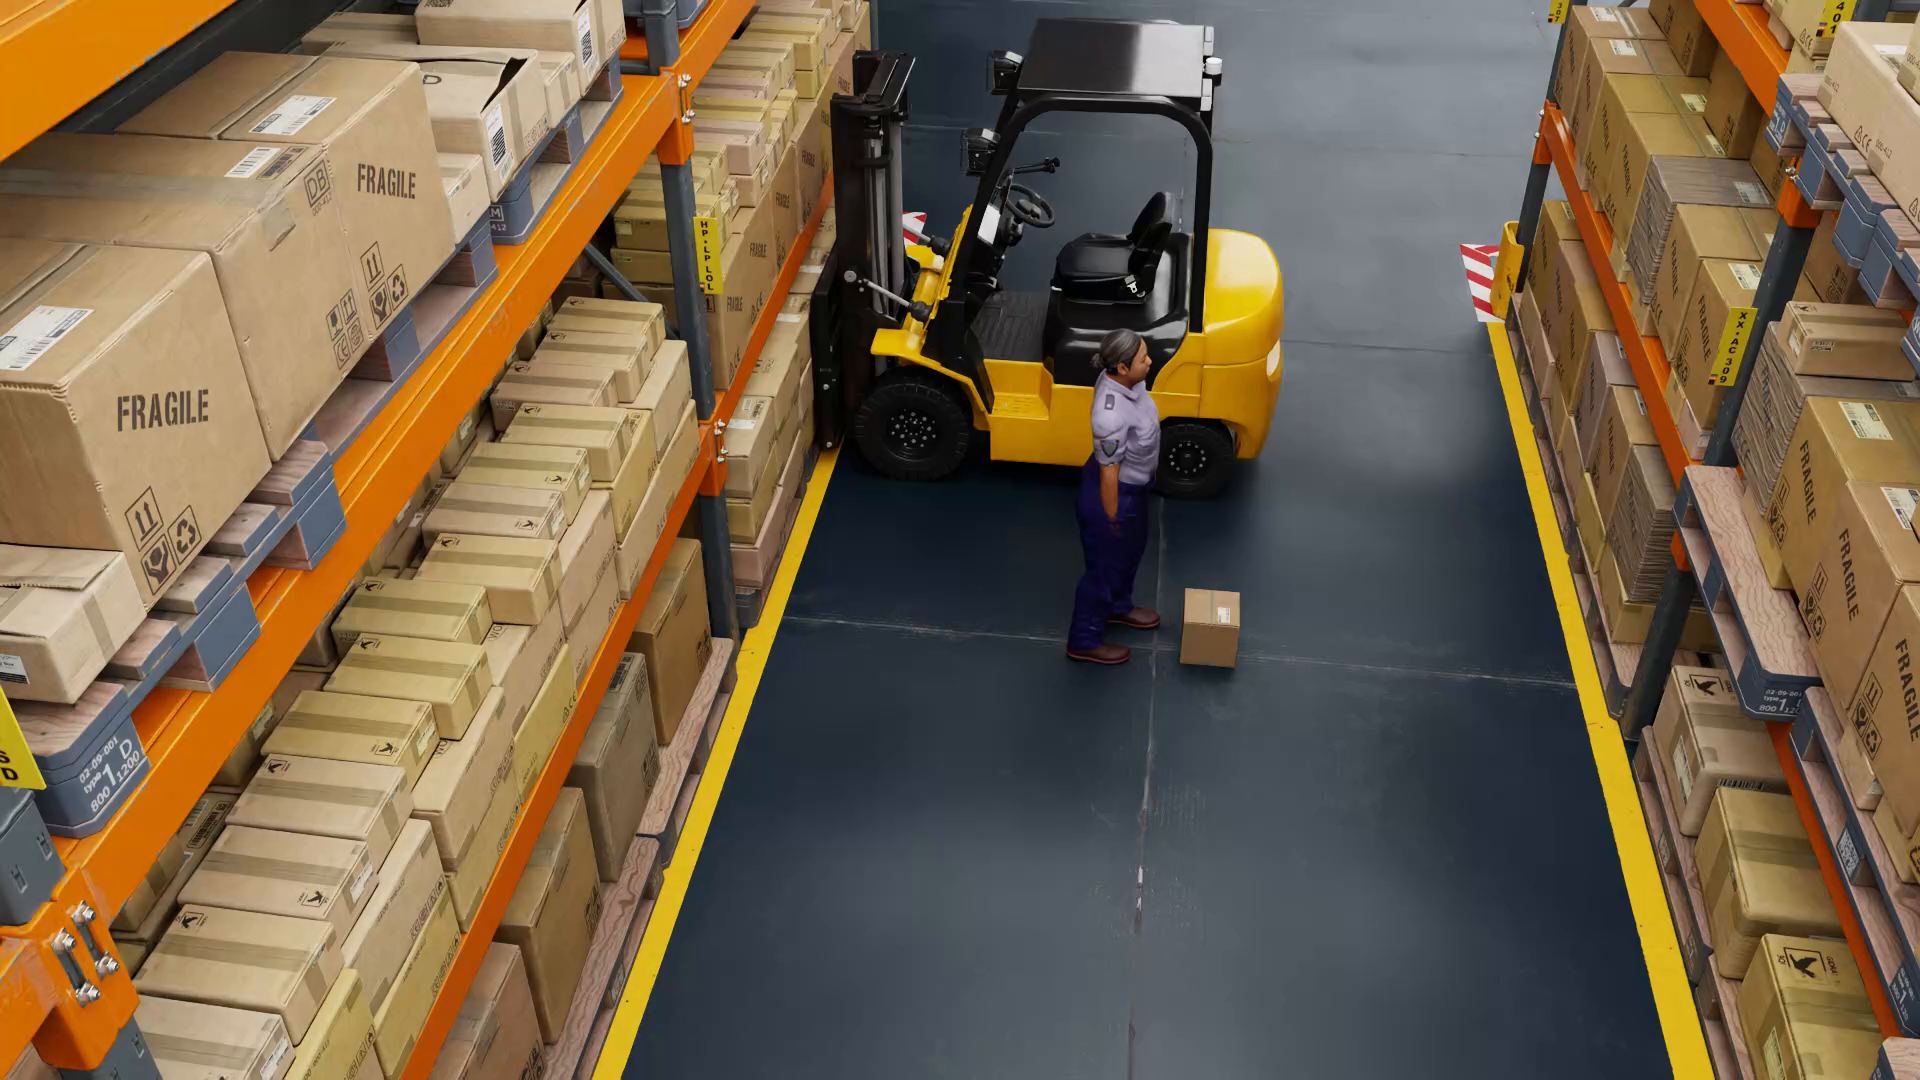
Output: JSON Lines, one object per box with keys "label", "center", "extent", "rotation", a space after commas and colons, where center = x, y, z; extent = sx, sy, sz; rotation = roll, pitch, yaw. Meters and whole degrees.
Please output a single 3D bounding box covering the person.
{"label": "person", "center": [0.722, -0.198, 7.320], "extent": [0.422, 1.646, 0.470], "rotation": [5, 37, 7]}
